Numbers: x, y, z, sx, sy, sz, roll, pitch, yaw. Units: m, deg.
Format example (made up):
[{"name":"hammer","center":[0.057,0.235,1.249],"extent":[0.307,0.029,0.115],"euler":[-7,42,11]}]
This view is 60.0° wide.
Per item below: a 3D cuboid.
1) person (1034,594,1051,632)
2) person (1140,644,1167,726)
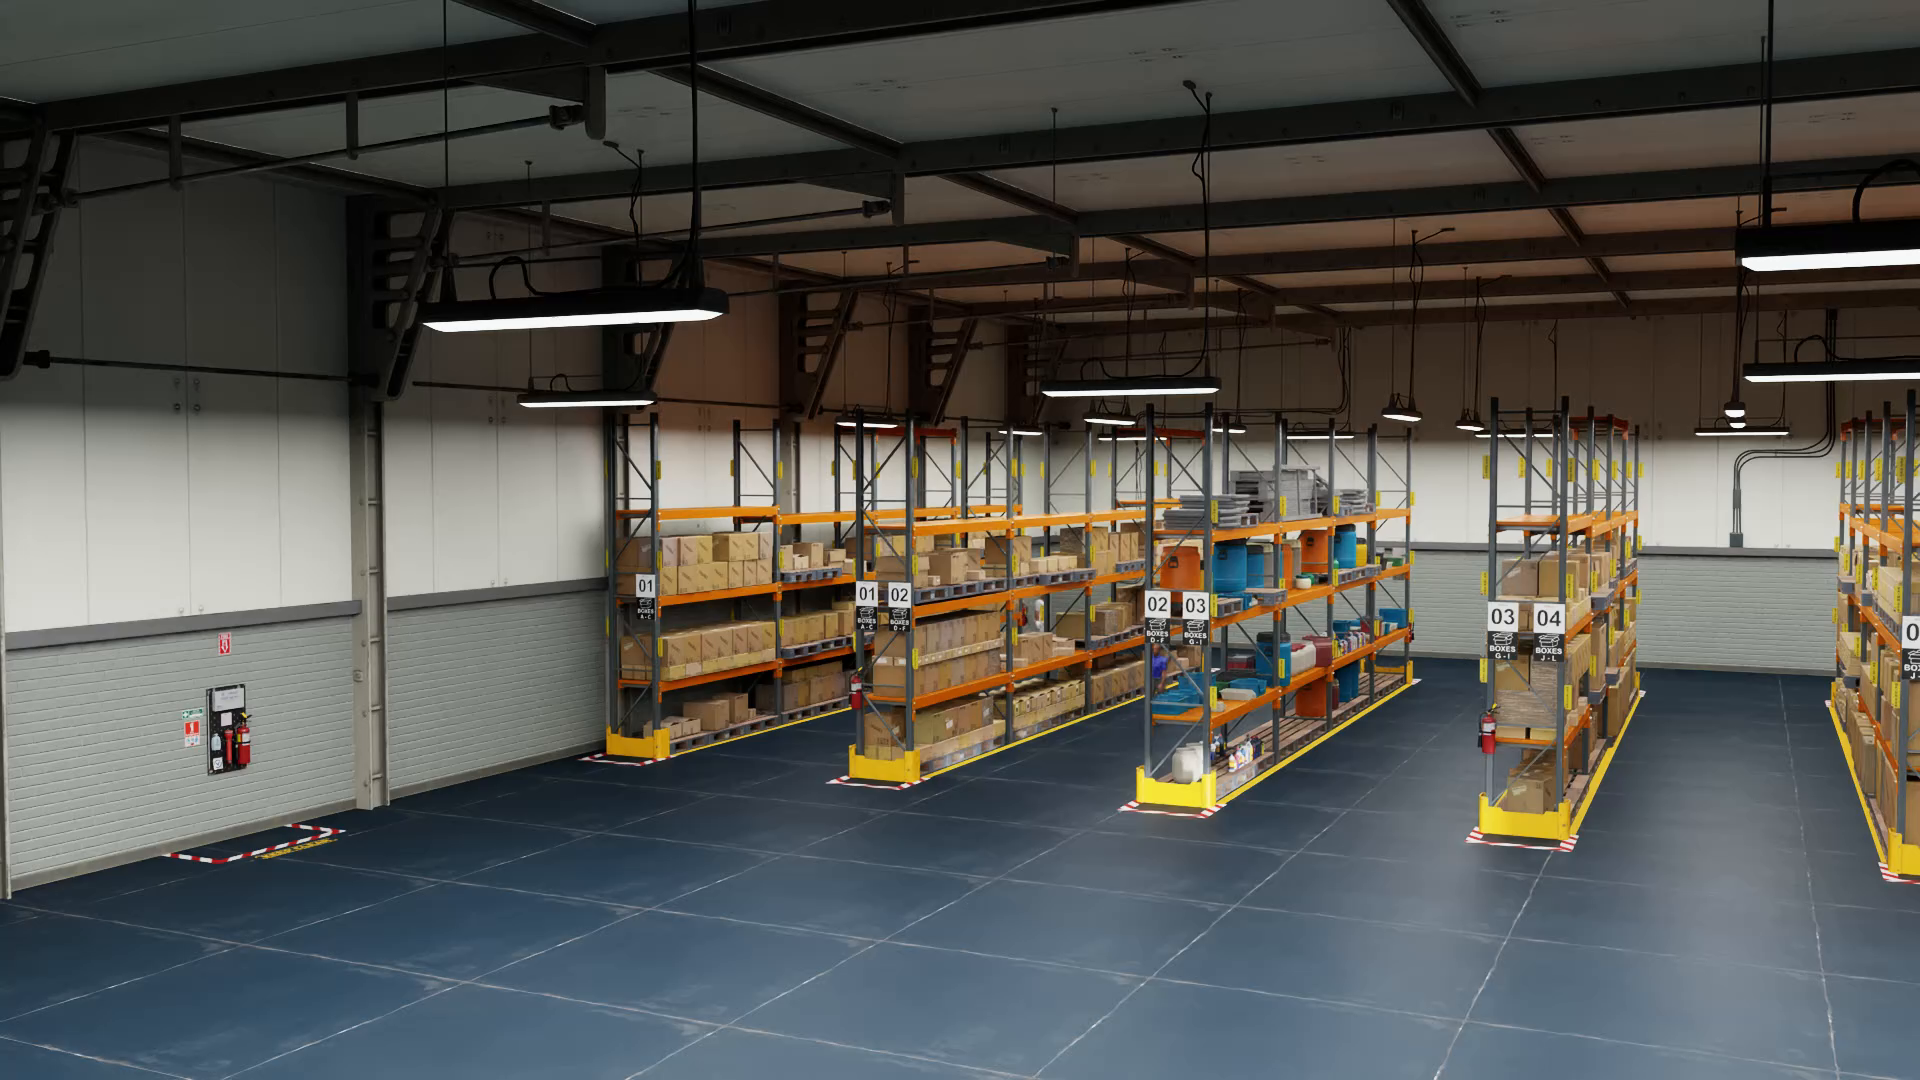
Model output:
[{"name":"person","center":[2.182,2.213,44.705],"extent":[0.534,1.778,0.606],"euler":[2,3,38]},{"name":"person","center":[3.809,2.814,32.366],"extent":[0.456,1.609,0.945],"euler":[1,3,27]}]
